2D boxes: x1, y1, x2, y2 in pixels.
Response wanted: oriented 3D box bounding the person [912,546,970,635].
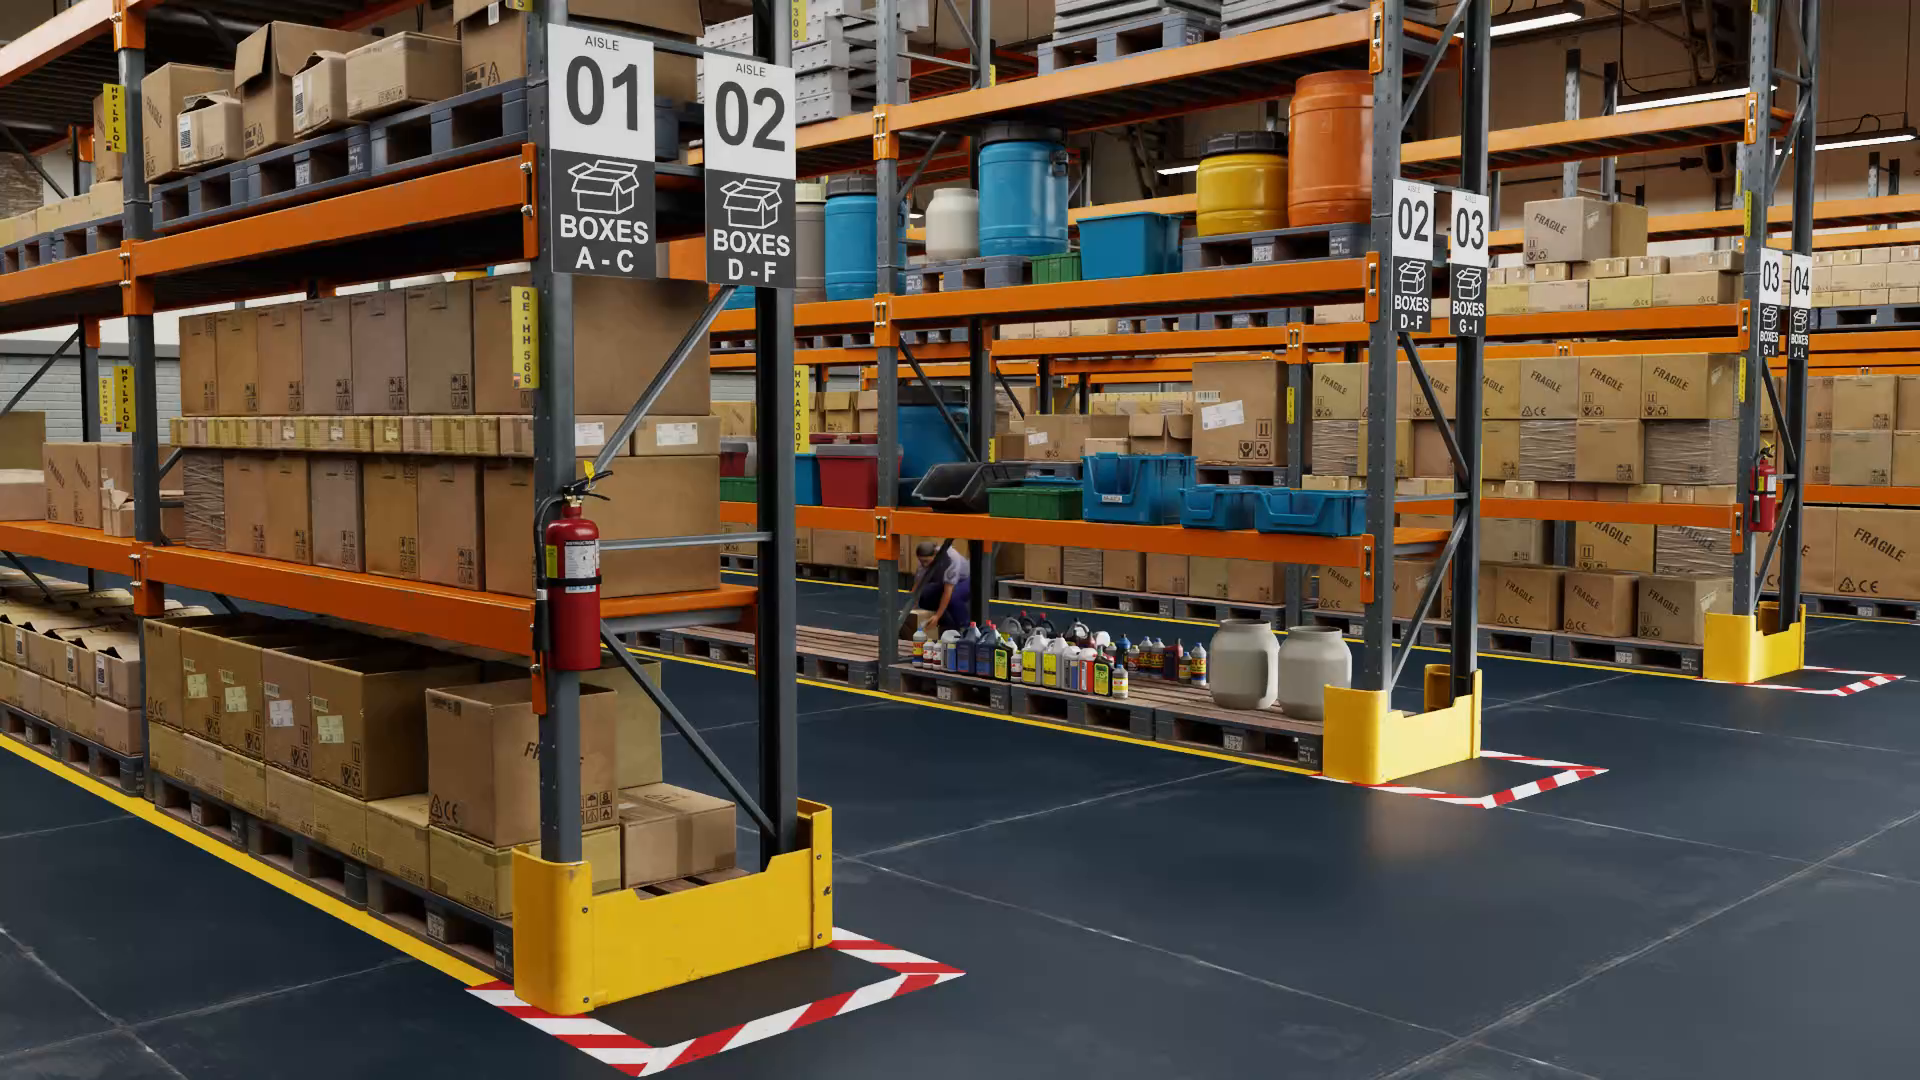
[{"bbox_3d":[-0.124,0.455,14.988,0.822,0.843,0.525,-4,6,-44],"label":"person"}]
